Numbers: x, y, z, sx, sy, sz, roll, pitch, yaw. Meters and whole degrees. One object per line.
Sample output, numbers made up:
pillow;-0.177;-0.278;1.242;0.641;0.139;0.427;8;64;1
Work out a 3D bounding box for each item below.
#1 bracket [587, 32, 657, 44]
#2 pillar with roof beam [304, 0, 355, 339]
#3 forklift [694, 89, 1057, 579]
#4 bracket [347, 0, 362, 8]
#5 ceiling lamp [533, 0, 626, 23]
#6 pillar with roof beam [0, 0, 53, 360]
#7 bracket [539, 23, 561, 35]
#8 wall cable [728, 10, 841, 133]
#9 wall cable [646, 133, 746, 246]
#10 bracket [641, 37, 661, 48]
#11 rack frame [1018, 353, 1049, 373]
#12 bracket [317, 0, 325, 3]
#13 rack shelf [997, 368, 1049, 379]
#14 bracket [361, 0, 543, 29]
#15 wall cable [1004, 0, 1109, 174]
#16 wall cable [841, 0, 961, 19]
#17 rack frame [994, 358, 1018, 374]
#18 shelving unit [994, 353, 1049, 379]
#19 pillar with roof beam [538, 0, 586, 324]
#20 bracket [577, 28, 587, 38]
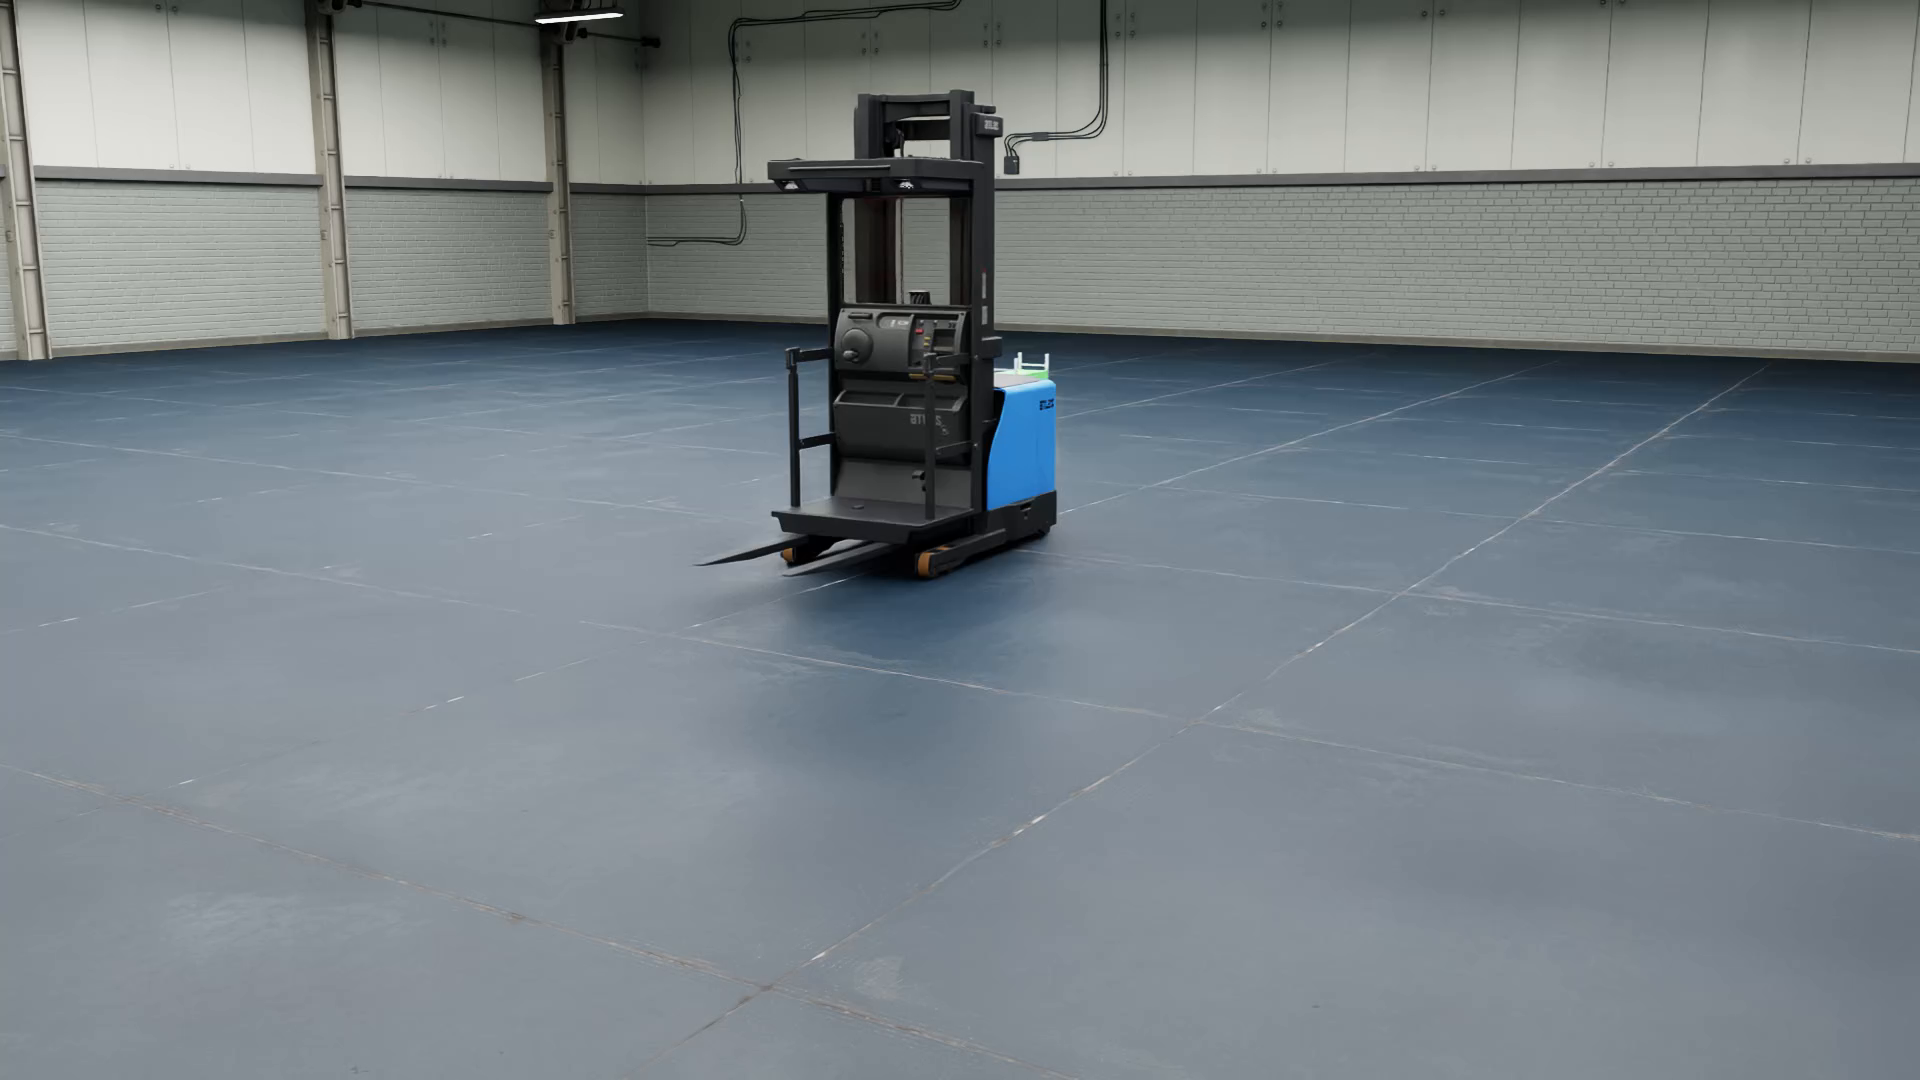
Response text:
bracket;-7.420;-11.344;37.728;0.076;0.066;3.189;6;12;31
pillar with roof beam;-8.299;-7.909;29.160;9.100;9.000;0.548;6;12;31
forklift;-0.484;-1.300;10.346;1.130;2.935;3.031;6;12;29
bracket;-11.459;-10.121;31.193;0.235;0.232;0.430;6;12;31
ceiling lamp;-6.810;-11.072;30.190;2.000;3.185;0.800;6;12;31
pillar with roof beam;-11.414;-6.965;24.120;9.100;9.000;0.400;6;12;31
bracket;-8.775;-10.934;35.536;0.235;0.232;0.430;6;12;31
wall cable;-3.891;-10.299;36.638;3.097;2.526;0.112;6;12;31
wall cable;-6.203;-8.075;38.483;3.097;2.526;0.112;6;12;31
bracket;-7.114;-11.437;38.225;0.235;0.232;0.430;6;12;31
rack frame;0.535;-0.771;12.224;0.240;1.200;0.015;6;12;29
bracket;-11.890;-9.990;30.496;0.235;0.232;0.430;6;12;31
rack shelf;0.416;-1.140;11.938;0.258;0.148;0.480;6;12;29
bracket;-10.113;-10.529;33.372;0.076;0.066;4.783;6;12;31
wall cable;1.902;-10.363;33.027;2.305;6.003;0.169;6;12;31
wall cable;-1.246;-12.239;34.640;3.097;2.526;0.112;6;12;31
rack frame;0.297;-0.692;11.805;0.240;1.200;0.015;6;12;29
shelving unit;0.416;-0.731;12.015;0.258;1.200;0.503;6;12;29
pillar with roof beam;-5.184;-8.853;34.201;9.100;9.000;0.548;6;12;31
bracket;-8.344;-11.064;36.234;0.235;0.232;0.430;6;12;31
